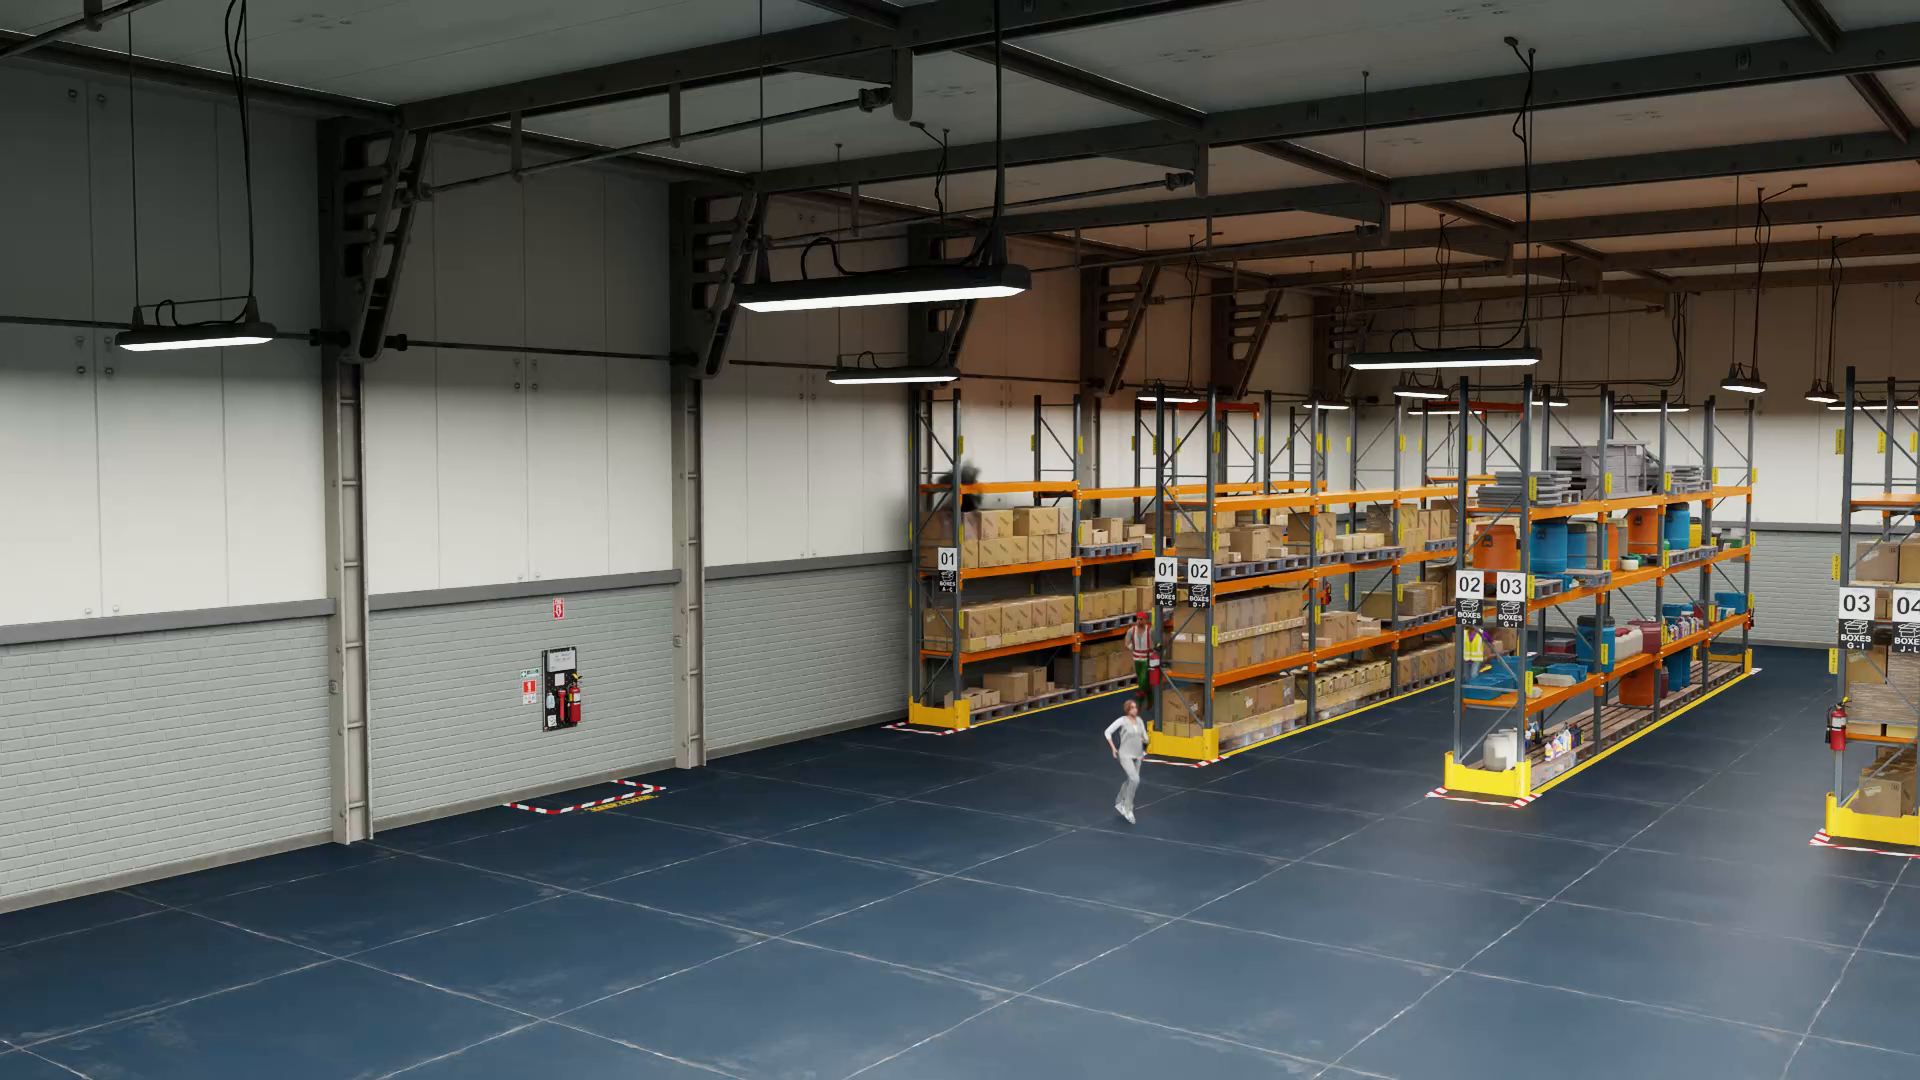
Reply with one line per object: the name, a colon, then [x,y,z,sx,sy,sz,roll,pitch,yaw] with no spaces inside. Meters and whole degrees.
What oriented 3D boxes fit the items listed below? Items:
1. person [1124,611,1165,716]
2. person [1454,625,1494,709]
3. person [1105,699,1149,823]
person: [3.232,2.160,29.300,0.691,1.845,0.920,2,4,28]
person: [9.836,2.322,31.901,0.713,1.736,0.897,2,4,27]
person: [2.267,2.939,22.178,0.506,1.631,0.695,-2,4,-34]
